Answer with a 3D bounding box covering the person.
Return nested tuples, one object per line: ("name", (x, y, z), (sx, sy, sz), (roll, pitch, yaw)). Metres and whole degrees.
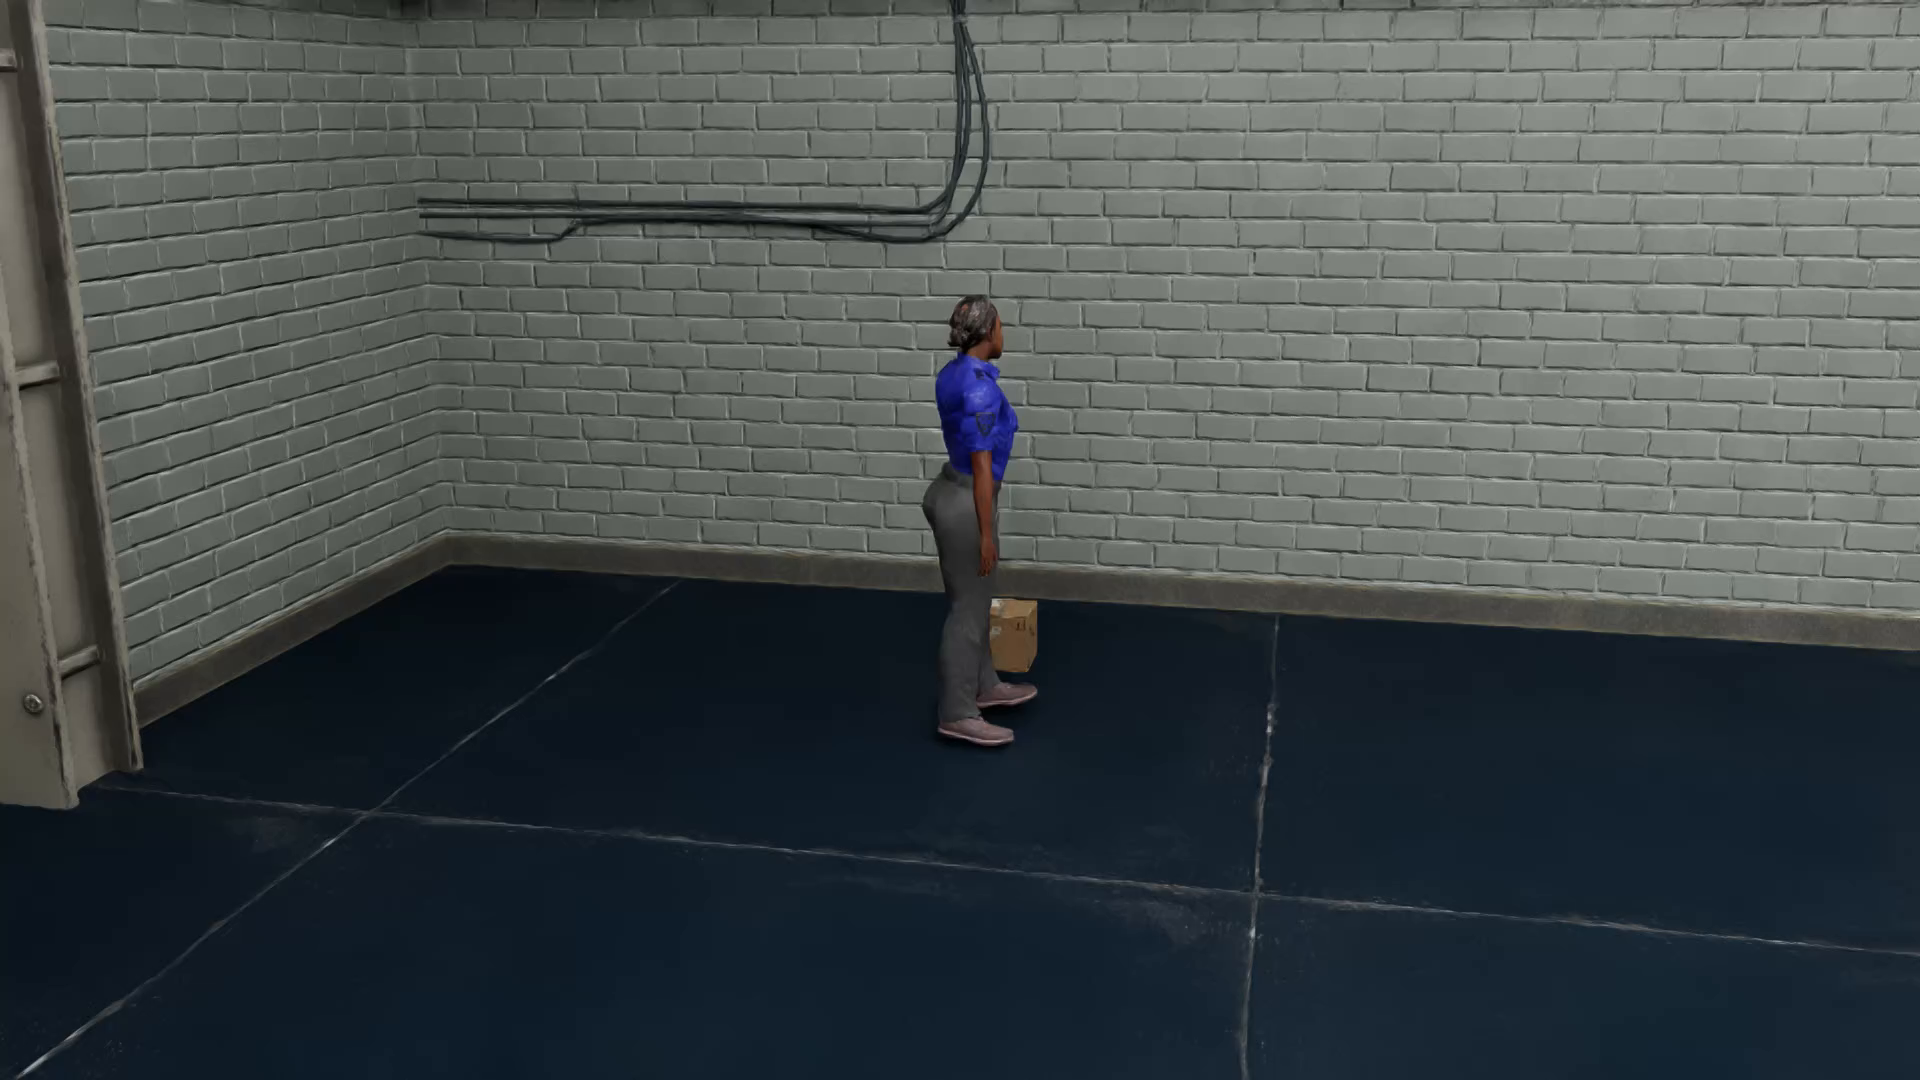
("person", (0.116, -0.083, 6.265), (0.475, 1.665, 0.519), (-4, 15, -16))
